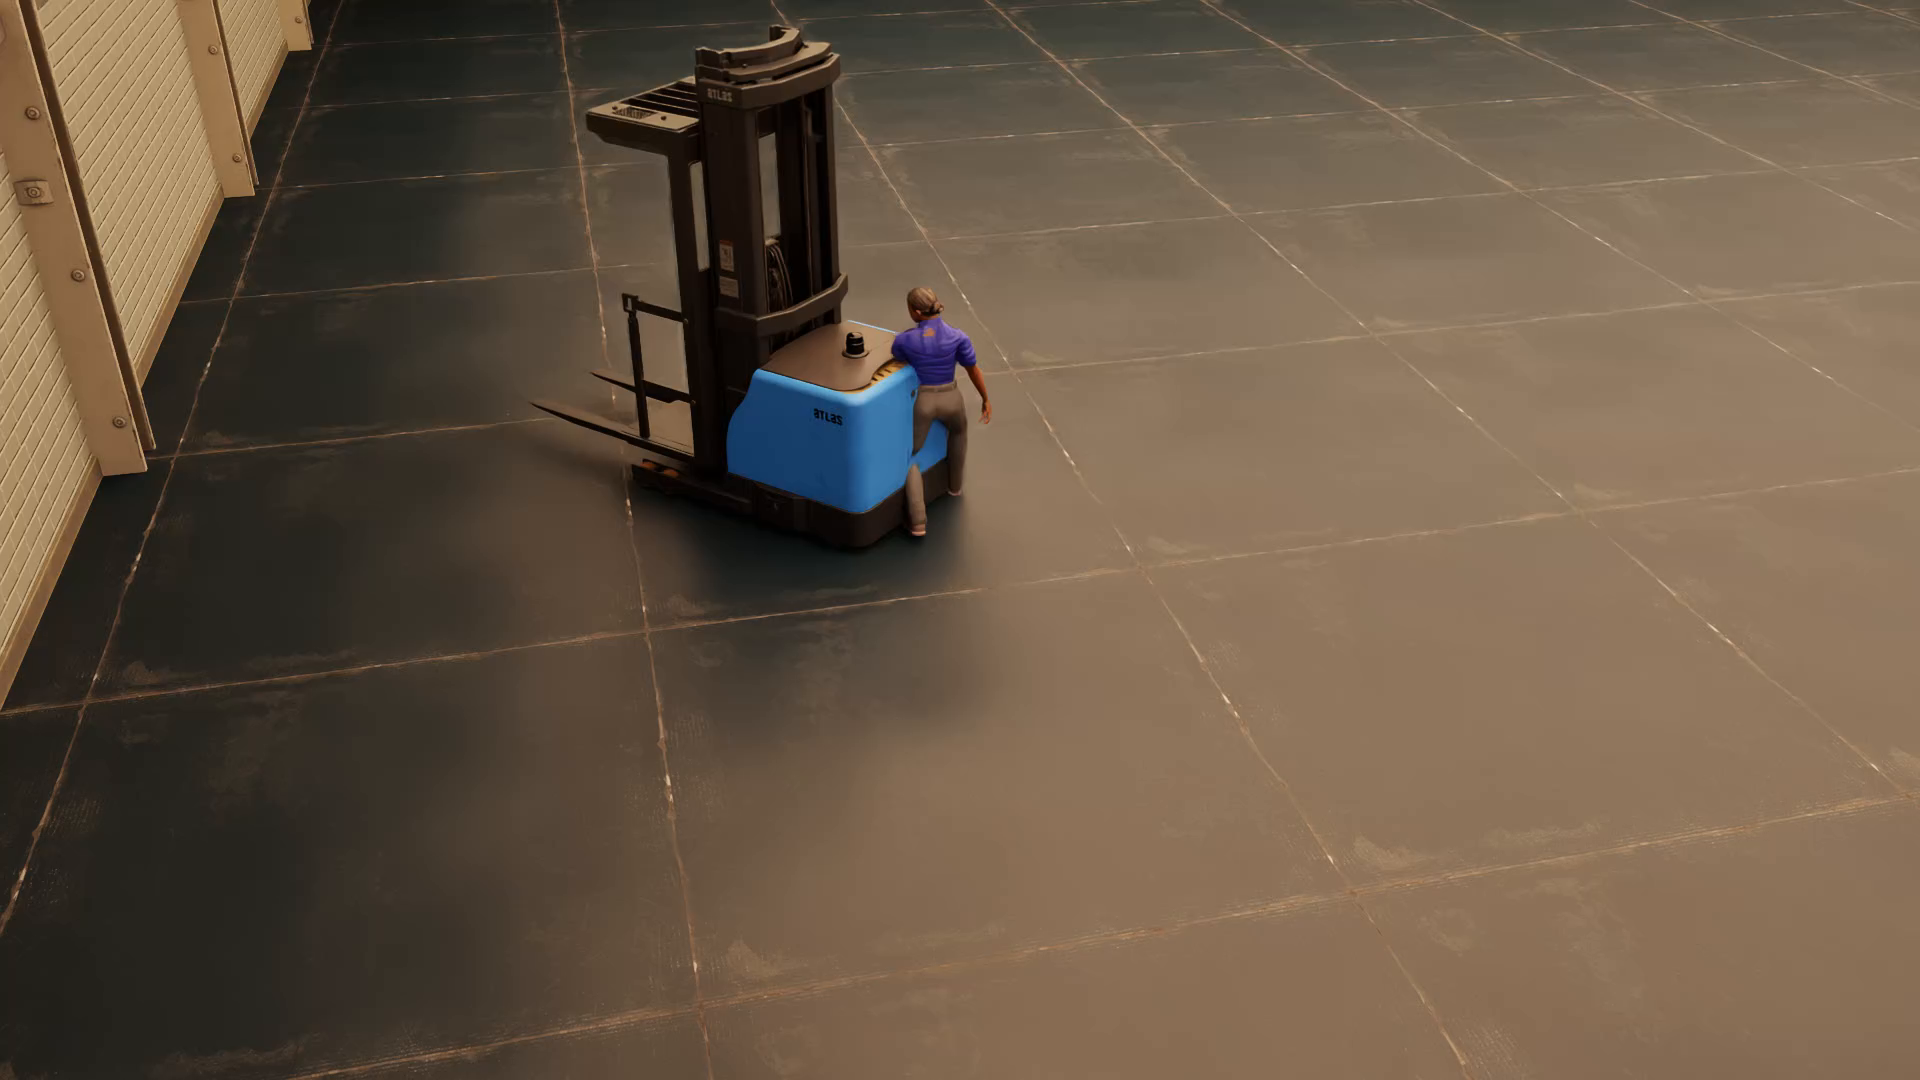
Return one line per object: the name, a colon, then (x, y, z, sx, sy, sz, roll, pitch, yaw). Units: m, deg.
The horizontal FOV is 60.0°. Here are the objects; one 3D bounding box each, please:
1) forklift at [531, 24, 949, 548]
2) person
forklift: (-1.583, -1.774, 10.639, 3.031, 2.935, 1.130, 18, 35, 28)
person: (-0.118, -0.886, 10.478, 0.615, 1.577, 0.814, -6, 31, -10)
